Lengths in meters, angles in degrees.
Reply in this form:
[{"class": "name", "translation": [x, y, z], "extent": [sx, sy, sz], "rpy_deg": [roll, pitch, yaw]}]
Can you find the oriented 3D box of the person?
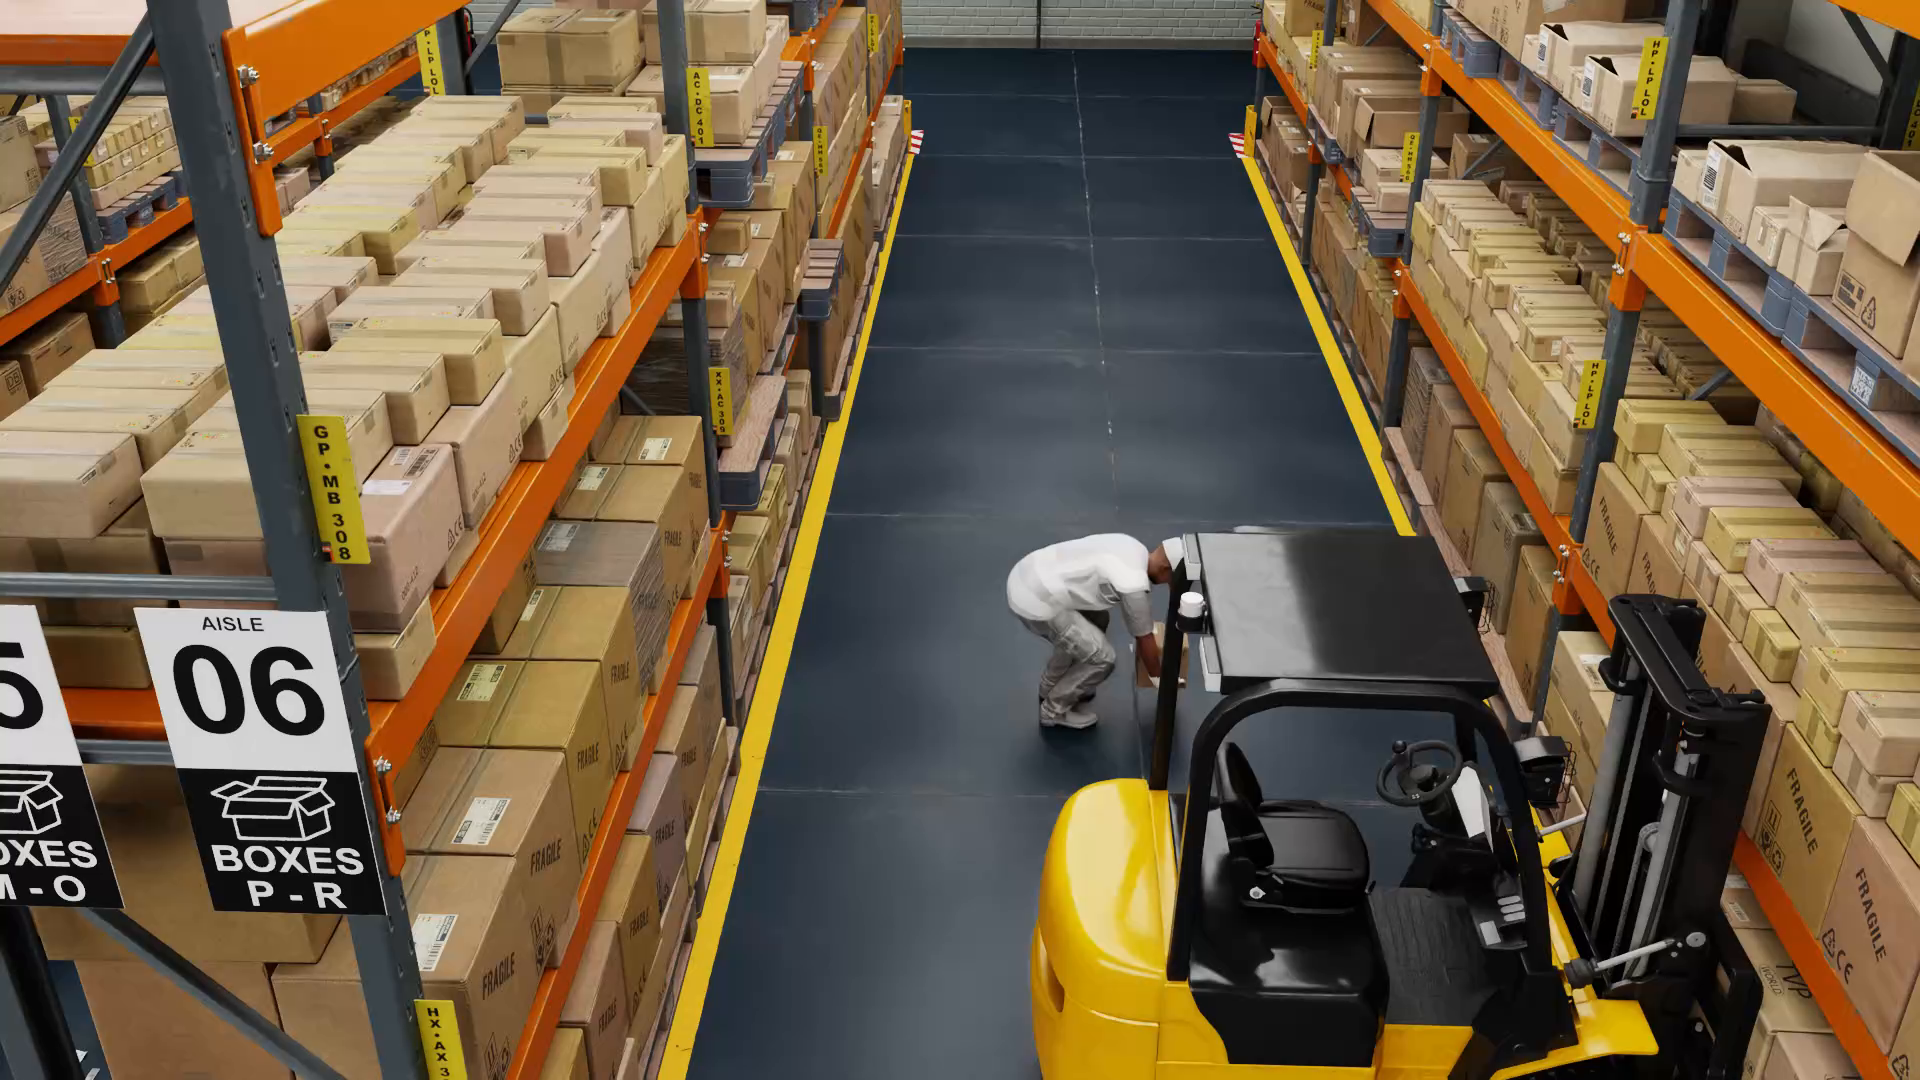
[{"class": "person", "translation": [0.727, 0.444, 8.590], "extent": [0.976, 1.005, 0.545], "rpy_deg": [0, 28, 0]}]
